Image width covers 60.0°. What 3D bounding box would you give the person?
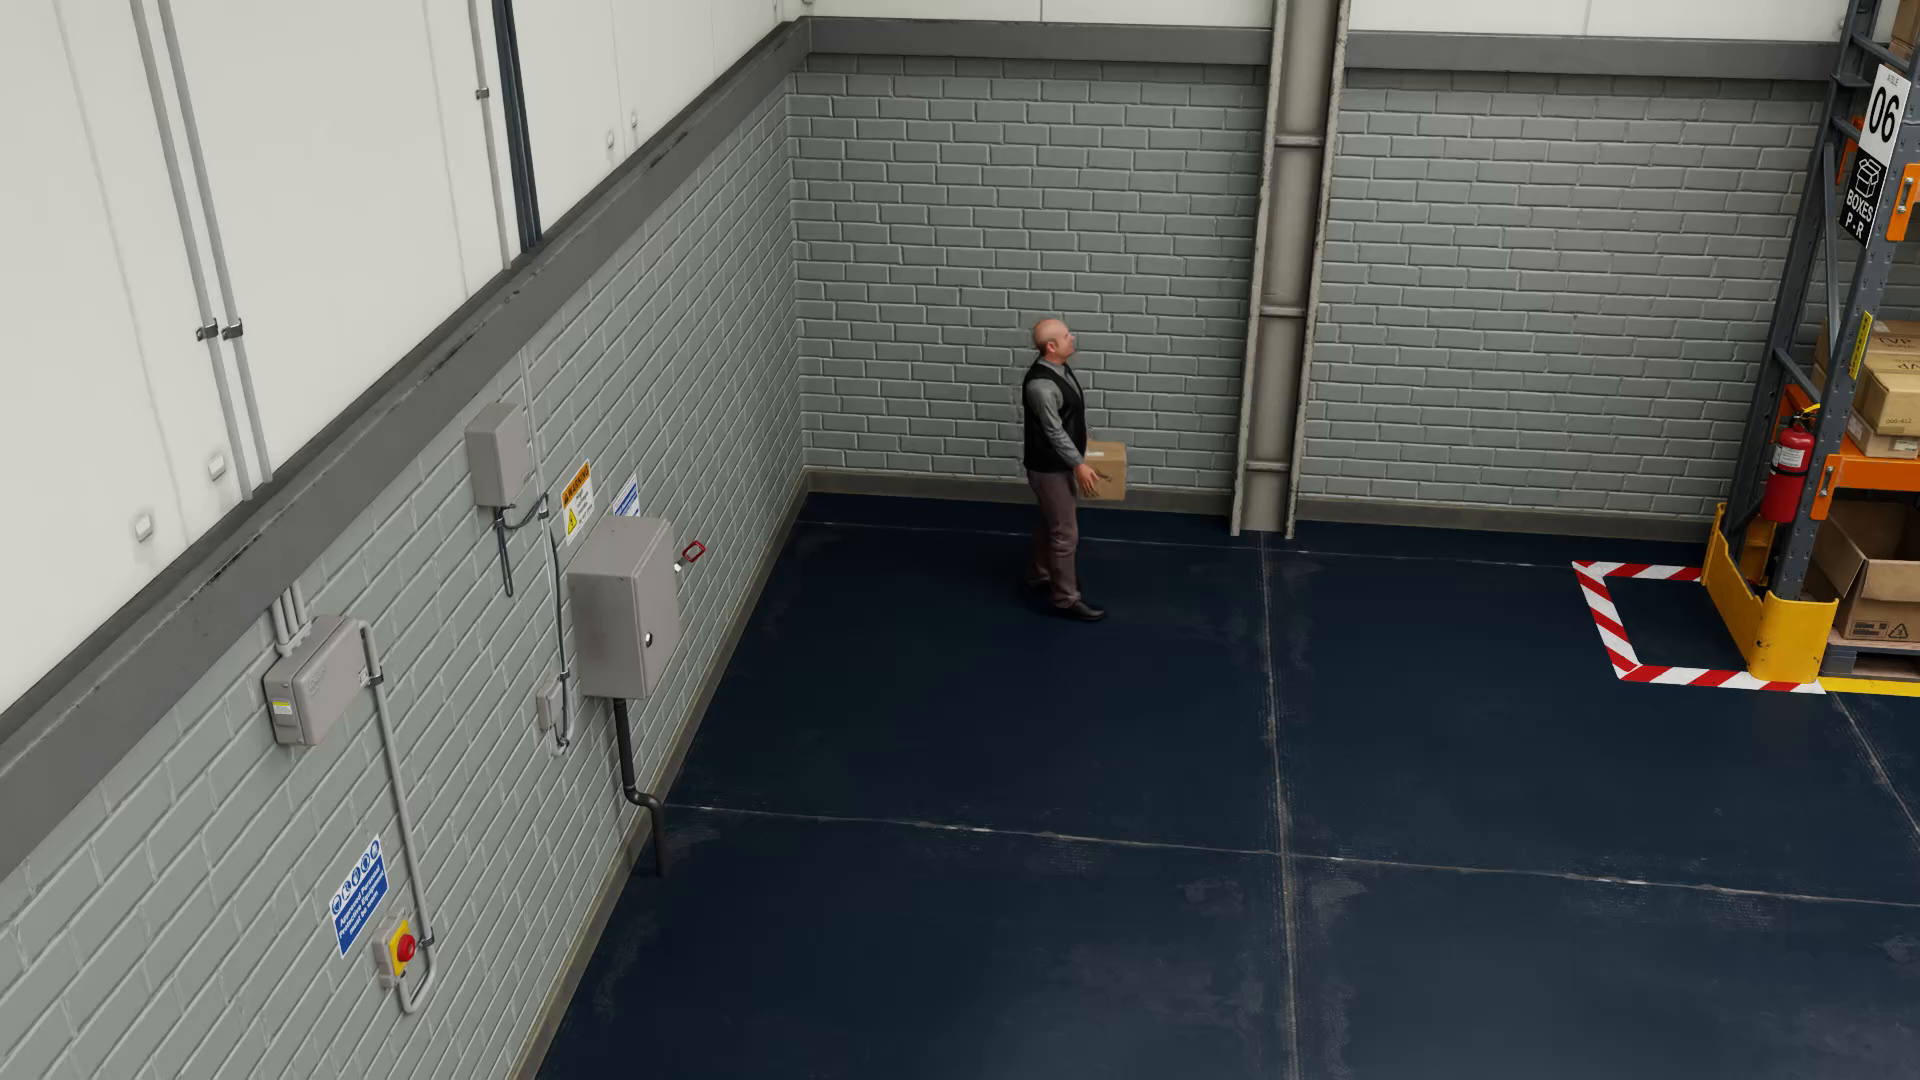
[{"bbox_3d":[0.619,-0.421,9.423,0.537,1.726,0.554,5,29,8],"label":"person"}]
